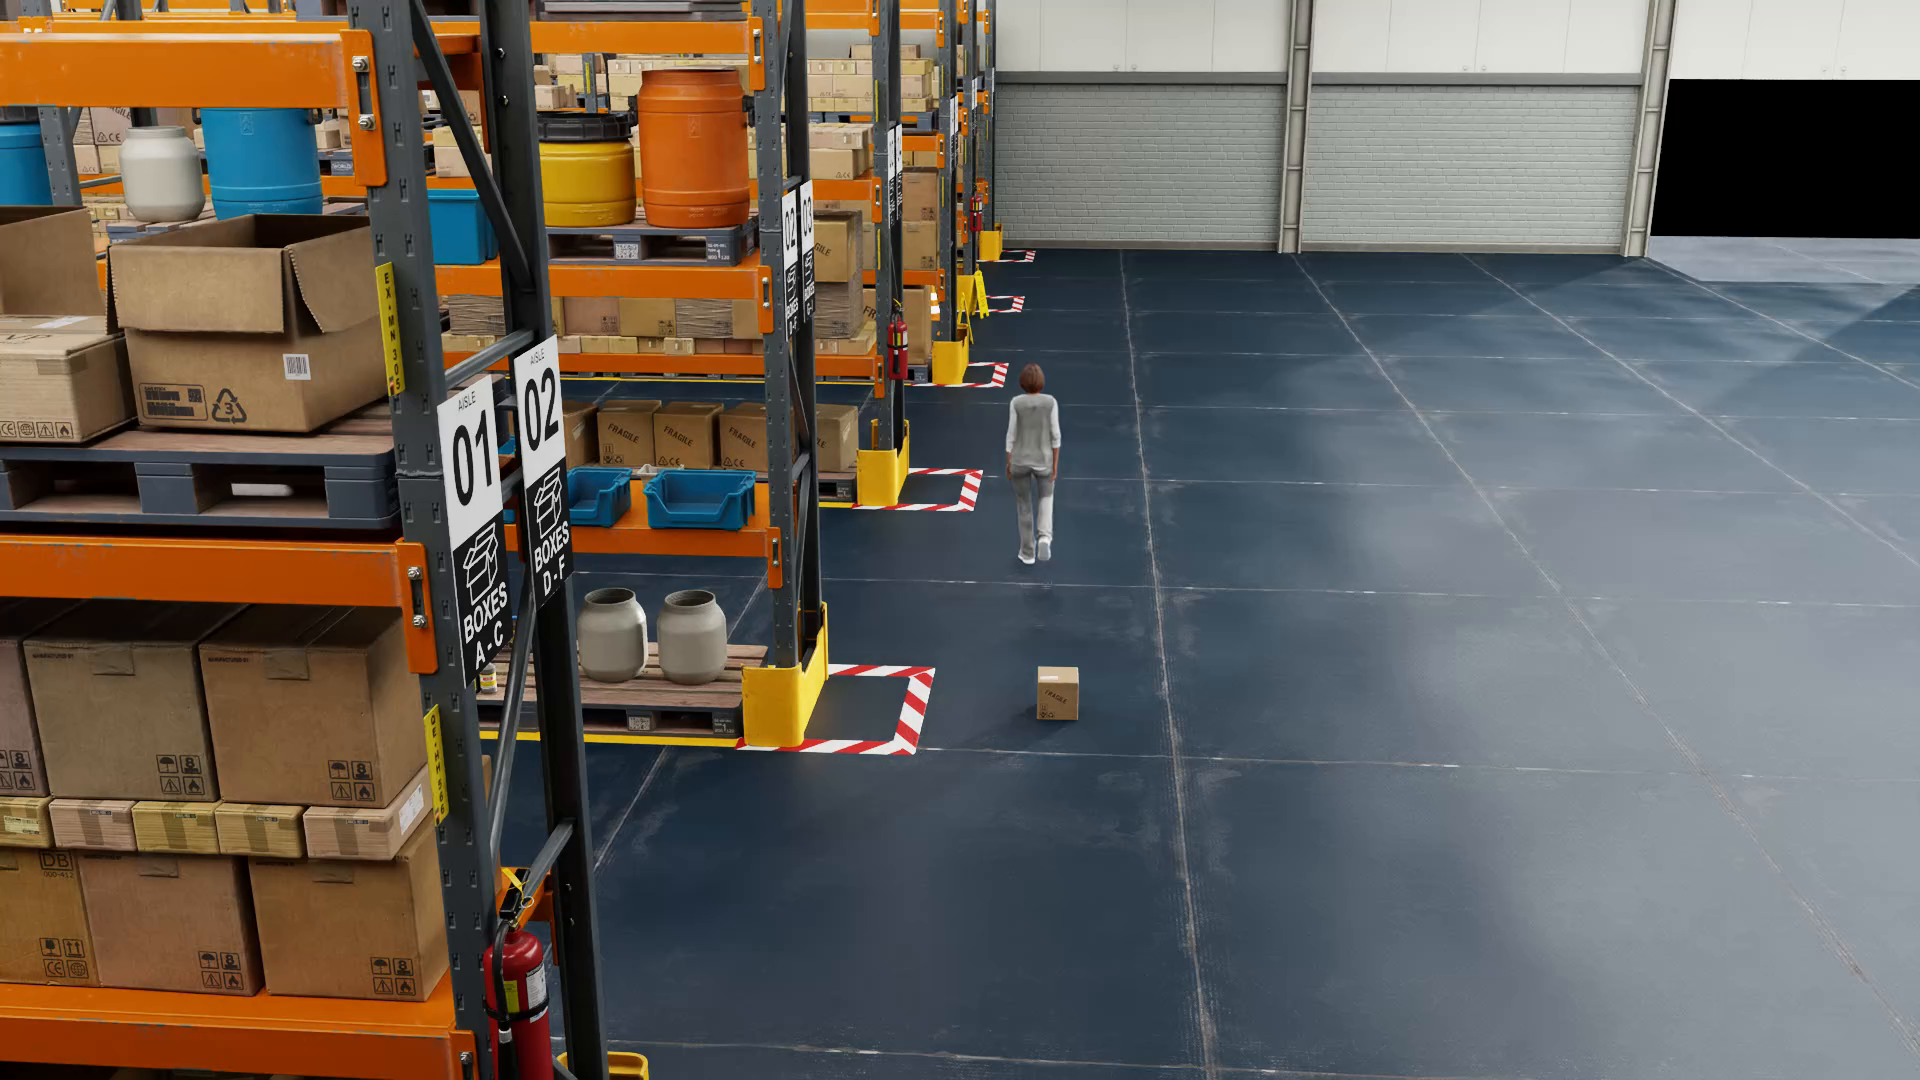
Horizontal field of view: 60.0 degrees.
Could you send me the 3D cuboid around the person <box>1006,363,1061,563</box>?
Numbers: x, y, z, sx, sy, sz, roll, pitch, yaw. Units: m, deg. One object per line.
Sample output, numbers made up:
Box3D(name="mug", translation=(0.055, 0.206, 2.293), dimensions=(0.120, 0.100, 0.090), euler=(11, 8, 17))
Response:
Box3D(name="person", translation=(0.560, -0.575, 12.805), dimensions=(0.414, 1.575, 0.447), euler=(-1, 18, -3))
